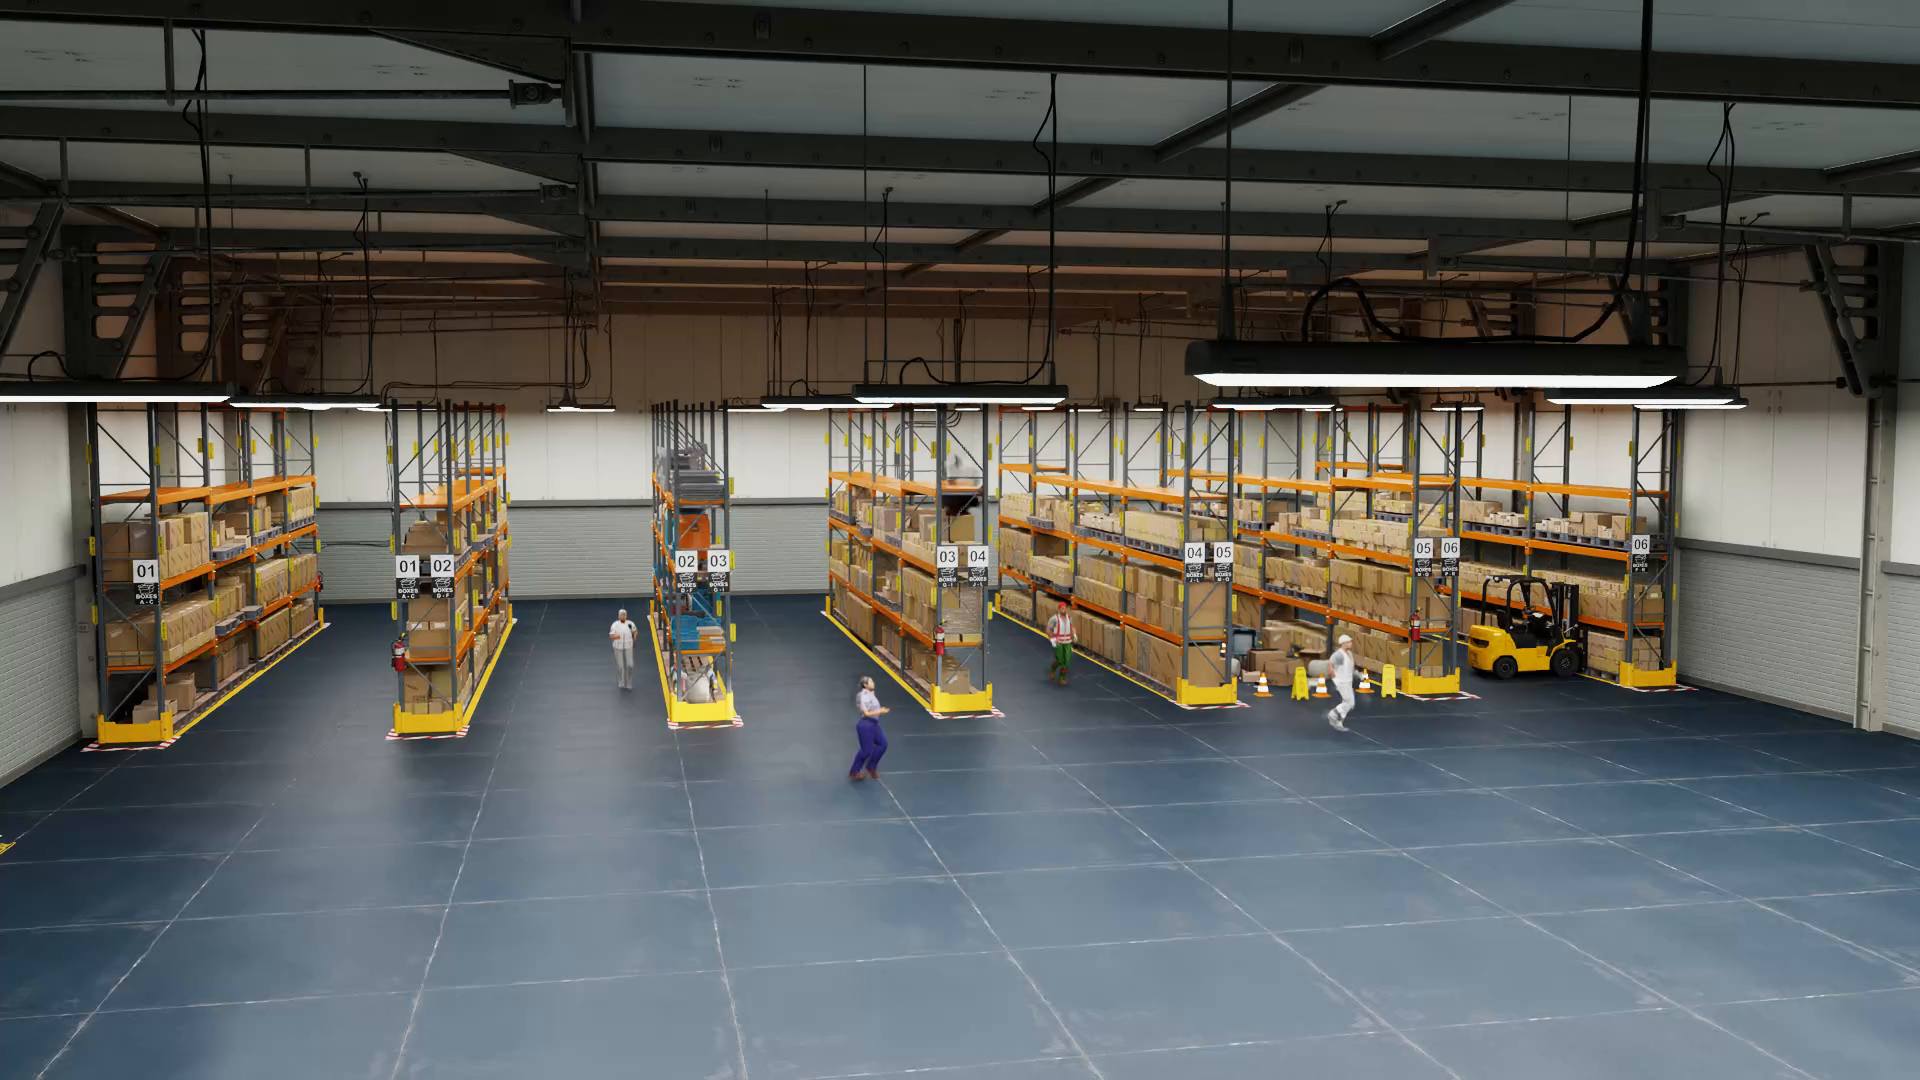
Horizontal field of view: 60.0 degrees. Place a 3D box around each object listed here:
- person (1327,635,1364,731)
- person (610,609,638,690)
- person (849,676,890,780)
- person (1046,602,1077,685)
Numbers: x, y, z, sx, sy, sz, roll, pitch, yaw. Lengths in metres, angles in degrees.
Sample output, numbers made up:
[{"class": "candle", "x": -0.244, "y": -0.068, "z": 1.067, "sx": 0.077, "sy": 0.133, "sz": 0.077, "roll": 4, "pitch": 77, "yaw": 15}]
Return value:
[{"class": "person", "x": 6.965, "y": 2.583, "z": 30.056, "sx": 0.584, "sy": 1.748, "sz": 0.669, "roll": 3, "pitch": 5, "yaw": 34}, {"class": "person", "x": -7.007, "y": 2.292, "z": 34.682, "sx": 0.586, "sy": 1.695, "sz": 0.661, "roll": -1, "pitch": 4, "yaw": -14}, {"class": "person", "x": -1.410, "y": 2.953, "z": 26.028, "sx": 0.661, "sy": 1.676, "sz": 0.586, "roll": 1, "pitch": 4, "yaw": 8}, {"class": "person", "x": 2.173, "y": 2.186, "z": 35.394, "sx": 0.677, "sy": 1.754, "sz": 0.592, "roll": -2, "pitch": 5, "yaw": -24}]
